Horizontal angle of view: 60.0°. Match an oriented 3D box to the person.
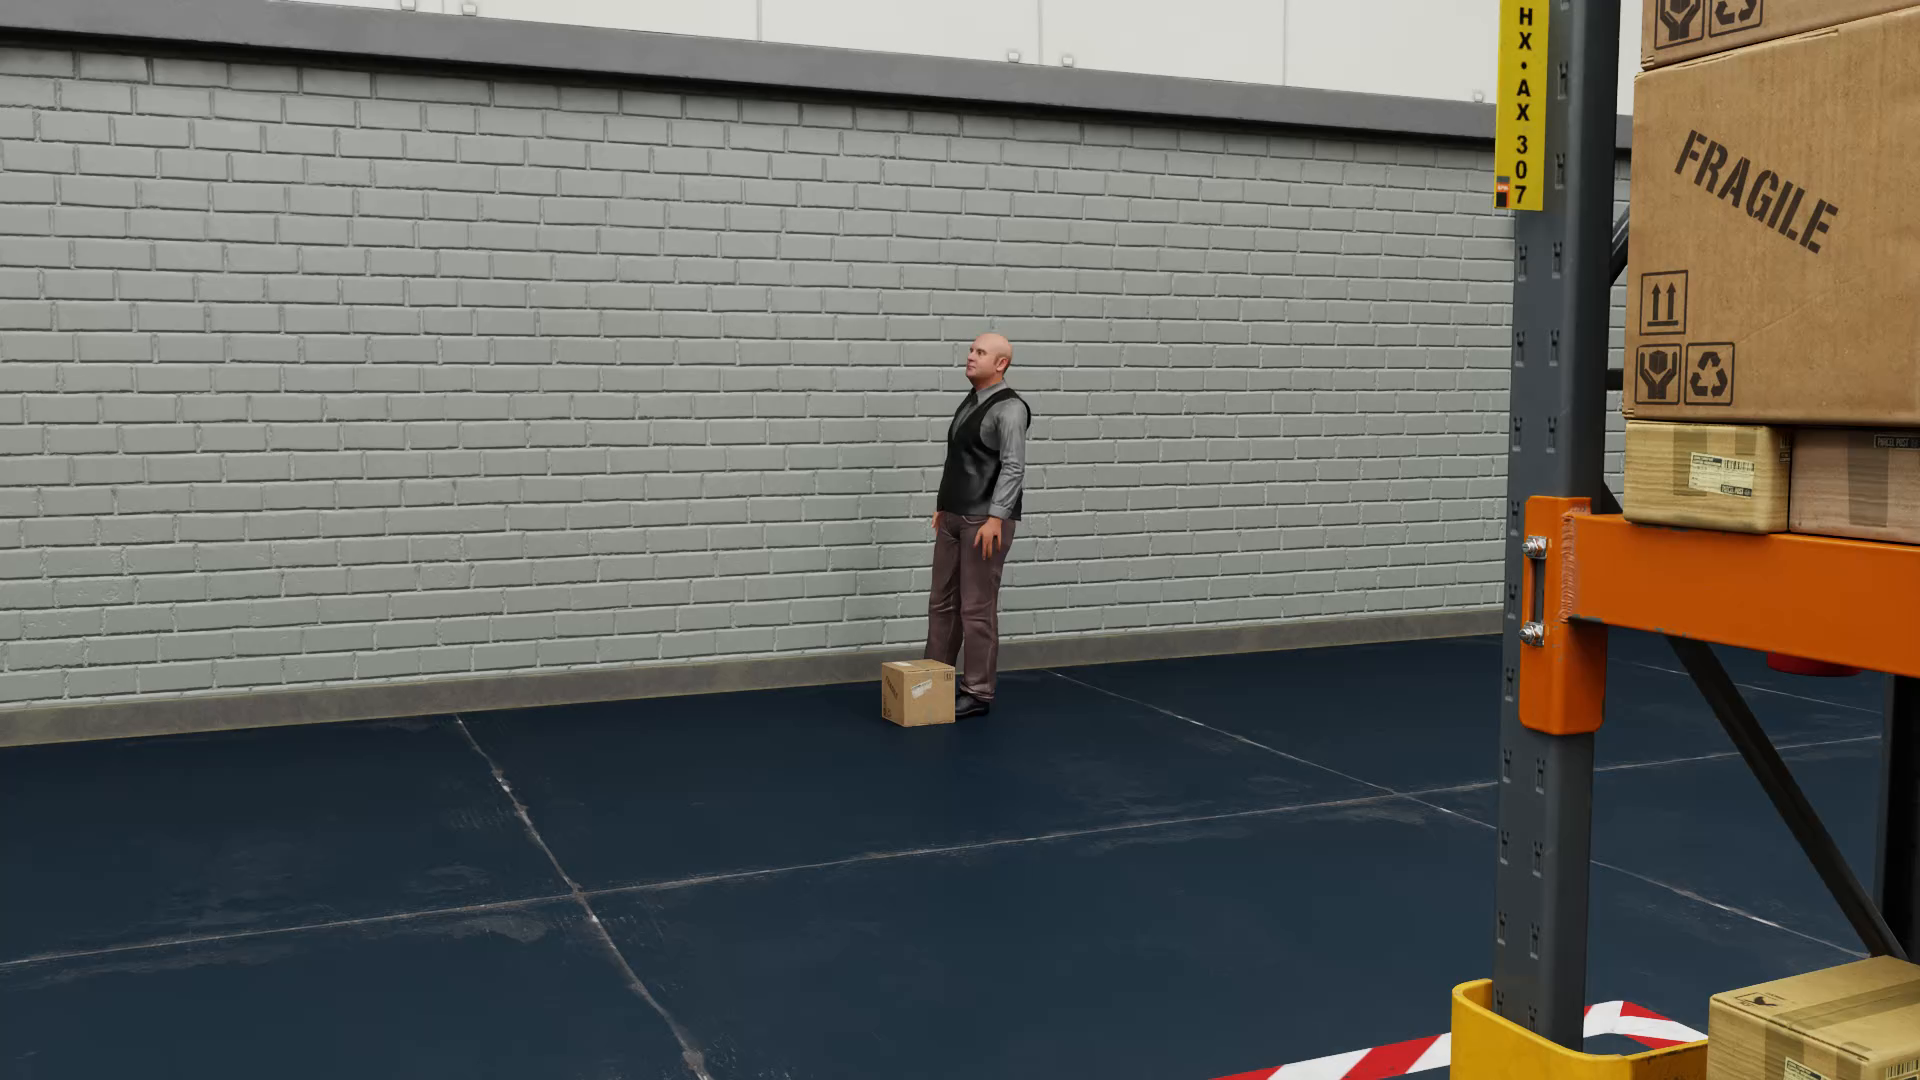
[{"bbox_3d":[0.000,-0.067,7.507,0.550,1.723,0.633,-2,6,-24],"label":"person"}]
